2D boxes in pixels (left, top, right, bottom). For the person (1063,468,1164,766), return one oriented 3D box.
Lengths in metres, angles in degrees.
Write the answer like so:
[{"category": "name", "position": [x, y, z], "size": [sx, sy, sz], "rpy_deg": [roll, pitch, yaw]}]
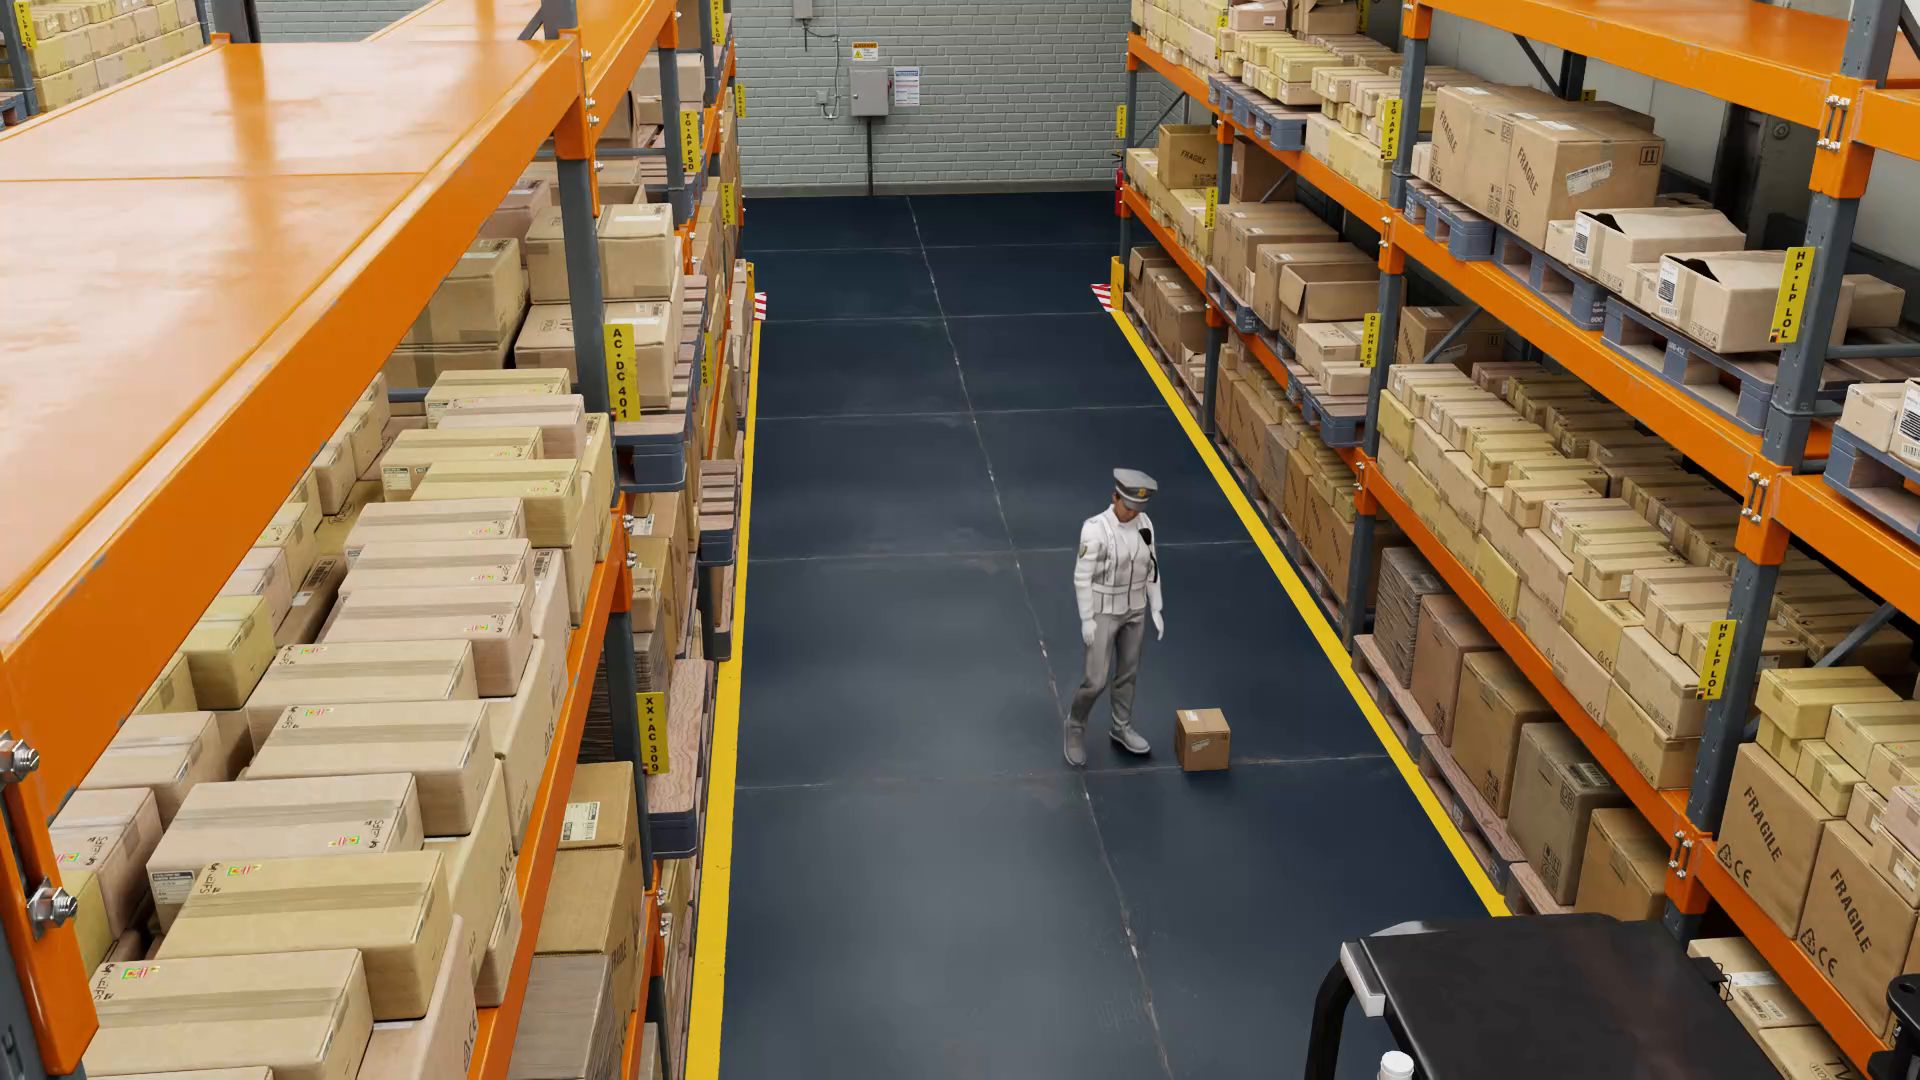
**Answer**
[{"category": "person", "position": [0.846, 0.437, 9.113], "size": [0.561, 1.695, 0.375], "rpy_deg": [-13, 27, -28]}]
